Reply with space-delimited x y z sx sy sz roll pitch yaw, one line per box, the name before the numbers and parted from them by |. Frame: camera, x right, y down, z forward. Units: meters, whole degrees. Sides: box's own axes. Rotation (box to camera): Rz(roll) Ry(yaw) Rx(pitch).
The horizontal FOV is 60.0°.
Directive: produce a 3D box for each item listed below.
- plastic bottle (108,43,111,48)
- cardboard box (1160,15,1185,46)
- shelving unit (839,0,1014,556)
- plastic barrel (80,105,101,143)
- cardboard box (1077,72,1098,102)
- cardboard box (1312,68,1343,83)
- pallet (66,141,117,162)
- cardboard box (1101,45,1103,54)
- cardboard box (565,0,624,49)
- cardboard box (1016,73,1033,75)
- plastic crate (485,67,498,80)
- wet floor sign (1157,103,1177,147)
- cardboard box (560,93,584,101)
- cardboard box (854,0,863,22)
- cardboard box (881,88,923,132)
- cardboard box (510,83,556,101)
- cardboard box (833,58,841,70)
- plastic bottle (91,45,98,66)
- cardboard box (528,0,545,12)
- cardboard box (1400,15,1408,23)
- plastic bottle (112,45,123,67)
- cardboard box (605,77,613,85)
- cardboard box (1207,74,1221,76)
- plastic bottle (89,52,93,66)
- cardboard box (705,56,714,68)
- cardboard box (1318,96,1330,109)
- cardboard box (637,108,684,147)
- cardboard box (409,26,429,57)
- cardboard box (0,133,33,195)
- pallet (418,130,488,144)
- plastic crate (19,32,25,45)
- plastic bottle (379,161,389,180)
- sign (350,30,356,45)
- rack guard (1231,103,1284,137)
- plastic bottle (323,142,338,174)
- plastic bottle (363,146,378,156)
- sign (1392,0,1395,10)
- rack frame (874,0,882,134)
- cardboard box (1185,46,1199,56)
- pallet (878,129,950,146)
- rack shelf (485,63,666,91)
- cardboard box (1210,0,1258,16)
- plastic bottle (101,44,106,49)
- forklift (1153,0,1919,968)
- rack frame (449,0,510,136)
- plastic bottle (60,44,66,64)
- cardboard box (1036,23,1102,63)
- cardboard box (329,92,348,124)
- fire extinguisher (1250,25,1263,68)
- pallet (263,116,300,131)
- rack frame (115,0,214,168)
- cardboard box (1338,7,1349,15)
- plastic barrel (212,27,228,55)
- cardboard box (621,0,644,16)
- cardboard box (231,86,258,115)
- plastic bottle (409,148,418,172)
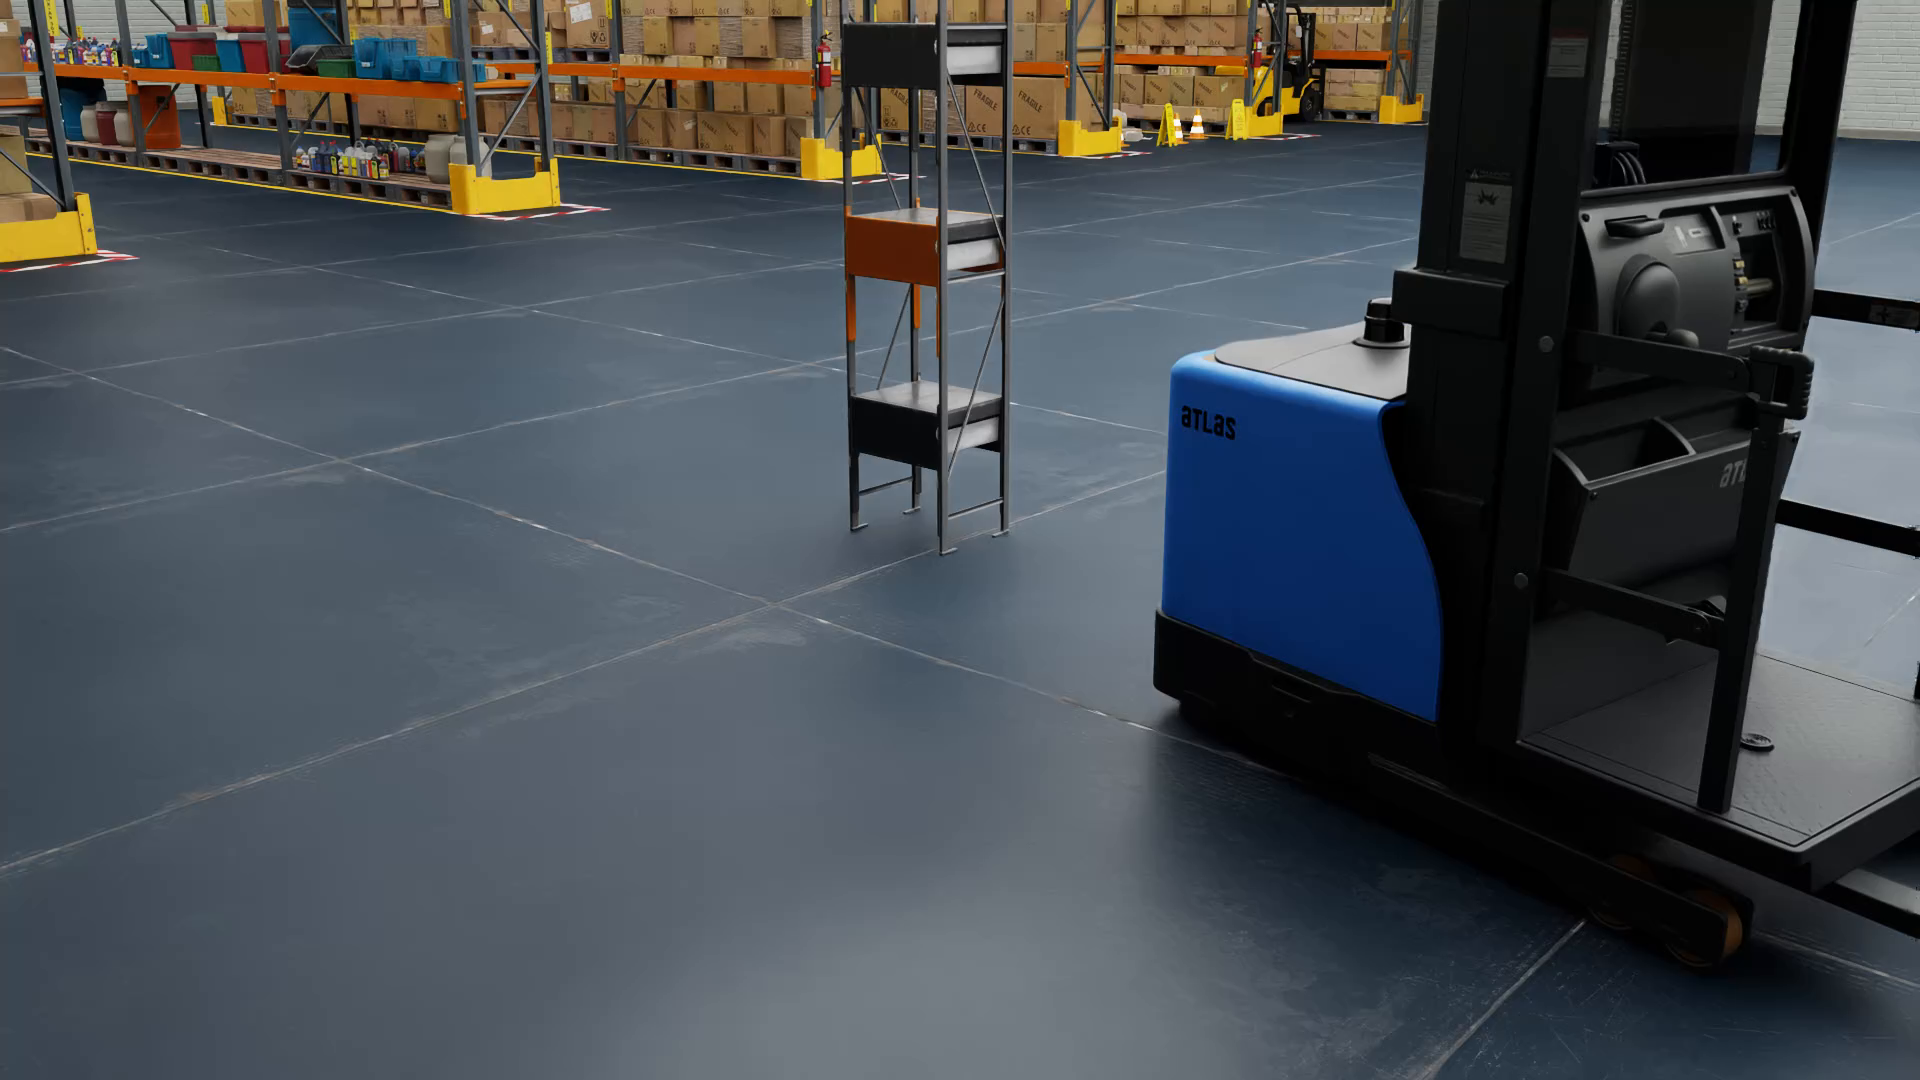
plastic bottle | -12.283 -7.057 24.093 0.135 0.276 0.152 15 23 39
cardboard box | 3.792 -8.762 28.605 0.500 0.500 0.500 15 23 39
shelving unit | -0.124 -1.034 6.399 0.503 2.100 0.431 15 23 39
plastic barrel | -12.428 -5.995 23.963 0.421 0.512 0.421 0 18 0
cardboard box | 2.394 -8.194 30.083 0.500 0.500 0.500 16 24 42
cardboard box | 7.095 -9.035 32.321 0.500 0.250 0.500 15 23 40
pallet | -12.251 -5.631 24.007 1.213 0.211 1.003 15 23 39
cardboard box | 2.597 -8.785 29.750 0.250 0.149 0.380 15 23 39
cardboard box | -4.947 -7.561 23.793 1.000 1.000 1.000 15 23 40
cardboard box | 1.606 -10.201 37.234 0.500 0.500 0.500 15 23 38
plastic crate | -5.197 -5.087 18.119 0.250 0.136 0.298 15 23 39
wet floor sign | 3.250 -6.503 26.035 0.232 0.644 0.267 11 20 30
cardboard box | -7.508 -8.567 32.174 0.250 0.149 0.380 16 23 40
cardboard box | -1.453 -8.609 26.960 0.500 0.500 0.700 15 23 38
cardboard box | -0.654 -7.031 26.627 0.875 0.875 0.875 15 23 40
cardboard box | -6.513 -6.831 25.343 0.500 0.250 0.500 -15 23 -40
cardboard box | -1.509 -6.072 21.202 0.250 0.149 0.380 15 23 39
plastic bottle | -11.849 -6.642 22.794 0.097 0.271 0.097 0 18 0
cardboard box | -7.983 -10.394 32.095 0.500 0.500 0.500 14 22 38
cardboard box | 8.335 -9.931 31.706 0.250 0.149 0.380 14 23 38
plastic bottle | -11.311 -6.496 22.314 0.133 0.283 0.061 15 23 39
cardboard box | -6.284 -8.644 31.088 0.500 0.250 0.500 16 24 41
cardboard box | 4.292 -7.903 29.168 0.500 0.500 0.500 14 22 37
plastic bottle | -11.921 -6.628 22.866 0.097 0.201 0.097 0 18 0
cardboard box | -3.136 -6.315 21.967 0.250 0.149 0.380 15 23 39
cardboard box | 7.121 -8.564 32.489 0.500 0.250 0.500 15 23 40
cardboard box | -4.173 -5.804 23.378 0.500 0.500 0.500 14 22 38
cardboard box | -8.340 -7.879 26.315 0.500 0.500 0.500 15 23 39
cardboard box | -8.661 -3.345 14.806 0.500 0.500 0.500 15 23 39
pallet | -7.977 -6.534 26.850 1.213 0.211 1.003 15 23 39
plastic crate | -14.292 -7.407 24.921 0.575 0.384 0.392 15 23 39
plastic bottle | -6.406 -4.106 18.489 0.097 0.201 0.097 0 18 0
sign | -7.360 -6.018 20.157 0.005 0.325 0.100 15 23 39
rack guard | 5.067 -7.147 28.305 0.348 0.500 1.175 15 23 39
plastic bottle | -7.264 -4.417 19.222 0.185 0.351 0.144 14 22 37
plastic bottle | -6.996 -4.534 19.714 0.135 0.276 0.152 15 23 39
sign | 8.046 -9.992 30.831 0.005 0.325 0.100 15 23 39
rack frame | -1.078 -7.986 26.817 0.127 3.000 1.000 15 23 39
cardboard box | 4.049 -8.357 28.401 0.250 0.149 0.380 16 23 40
pallet | -0.561 -6.487 26.702 1.213 0.211 1.003 15 23 39
rack shelf | -5.941 -6.943 24.719 4.000 0.370 1.077 15 23 39
cardboard box | 4.597 -9.042 27.835 0.500 0.500 0.700 14 23 38
plastic bottle | -12.352 -7.022 23.993 0.097 0.271 0.097 0 18 0
forklift | 1.864 -0.627 3.741 1.130 2.935 3.031 -13 22 -35
rack frame | -7.437 -7.687 25.875 0.127 3.000 1.000 15 23 39
plastic bottle | -12.616 -6.848 23.443 0.097 0.271 0.097 0 18 0
cardboard box | 1.606 -7.319 24.466 0.550 0.550 0.875 15 23 39
cardboard box | -9.937 -7.554 28.273 0.875 0.875 1.225 15 23 39
fire extinguisher | 4.904 -8.159 27.490 0.183 0.674 0.296 15 23 39
pallet | -11.863 -7.577 30.137 1.213 0.211 1.003 15 23 39
rack frame | -10.725 -6.567 22.344 0.127 3.000 1.000 15 23 39
cardboard box | 7.453 -10.125 31.829 0.250 0.149 0.380 15 23 40
plastic barrel | -9.499 -6.377 21.562 0.421 0.512 0.421 0 18 0
cardboard box | -4.278 -7.402 22.667 0.500 0.500 0.500 15 23 39
cardboard box | -12.889 -8.371 30.847 0.875 0.875 0.875 15 23 39
plastic bottle | -6.373 -4.434 19.407 0.097 0.271 0.097 0 18 0
